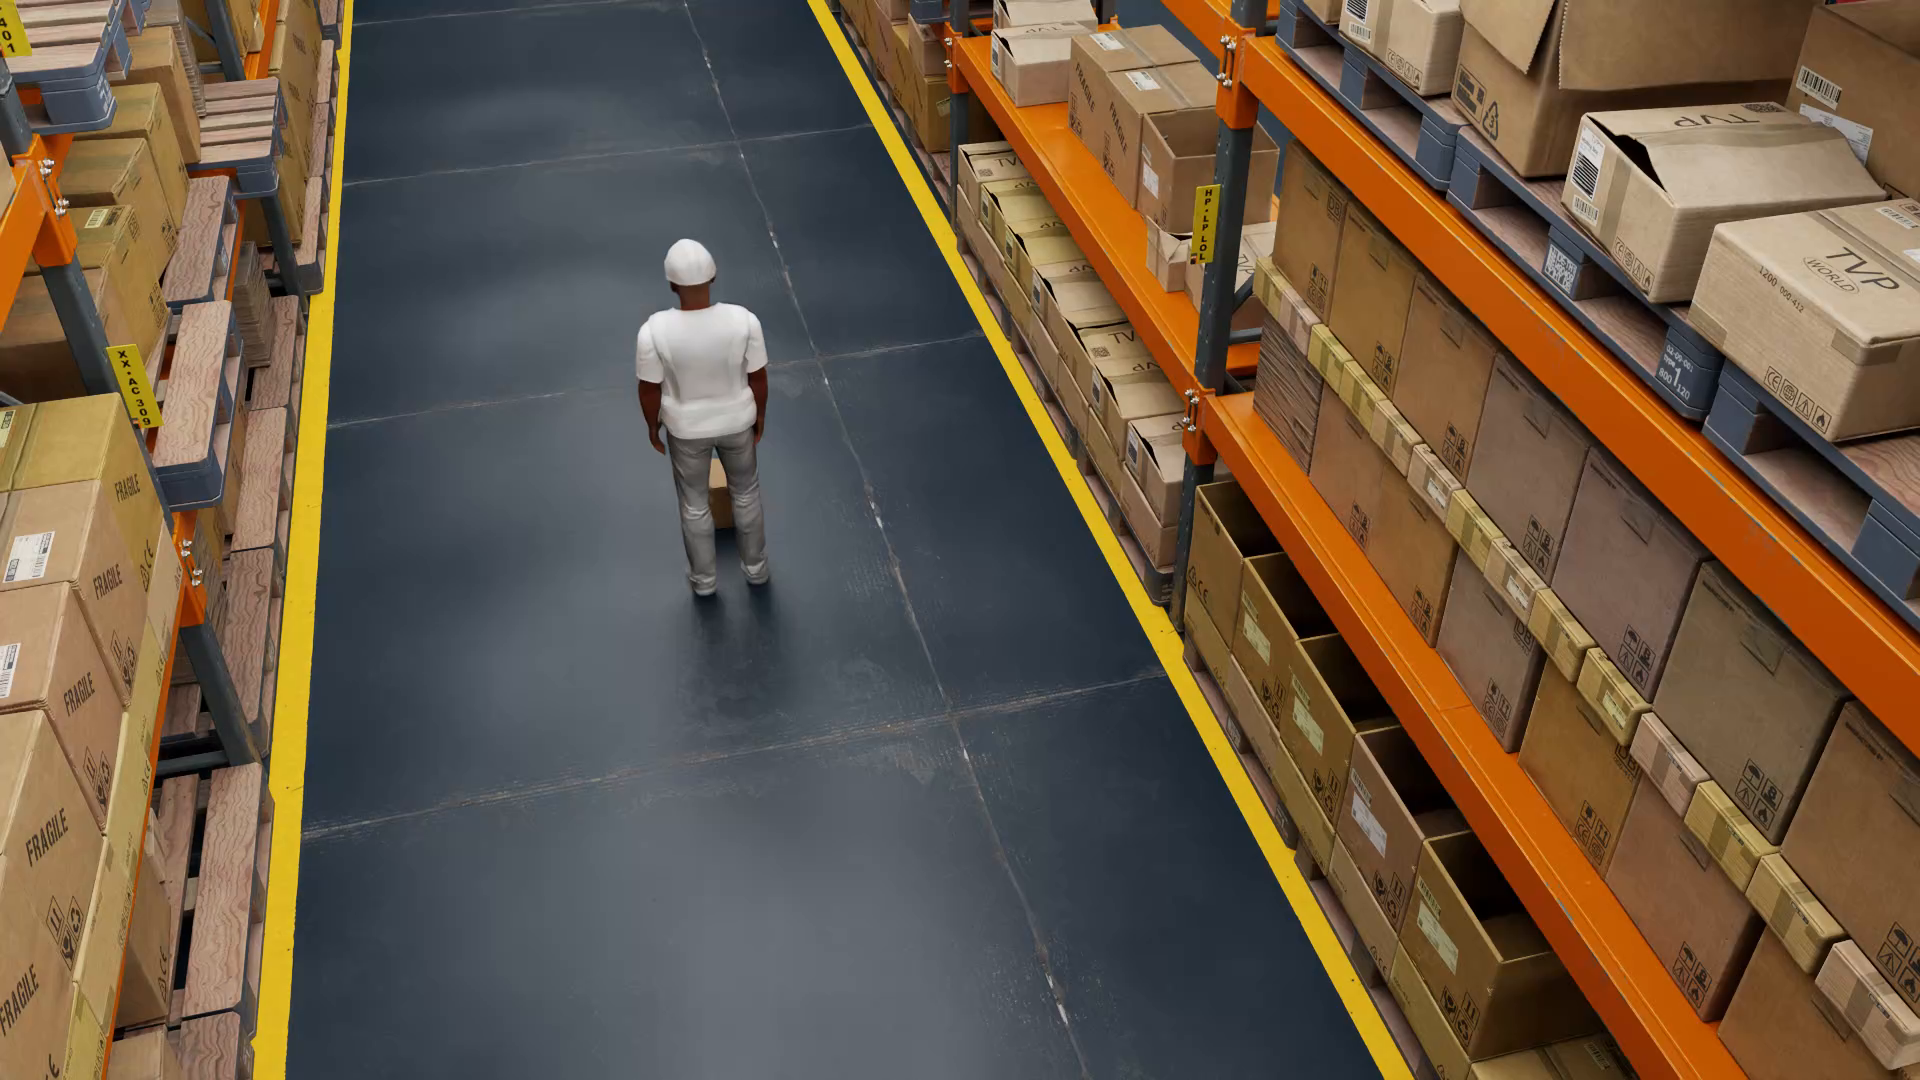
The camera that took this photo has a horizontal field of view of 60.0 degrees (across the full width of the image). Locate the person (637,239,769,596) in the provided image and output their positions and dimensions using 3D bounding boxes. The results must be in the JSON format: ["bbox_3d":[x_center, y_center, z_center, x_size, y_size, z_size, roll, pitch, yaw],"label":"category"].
[{"bbox_3d":[-1.121,-0.523,7.386,0.564,1.785,0.363,-9,39,-11],"label":"person"}]
